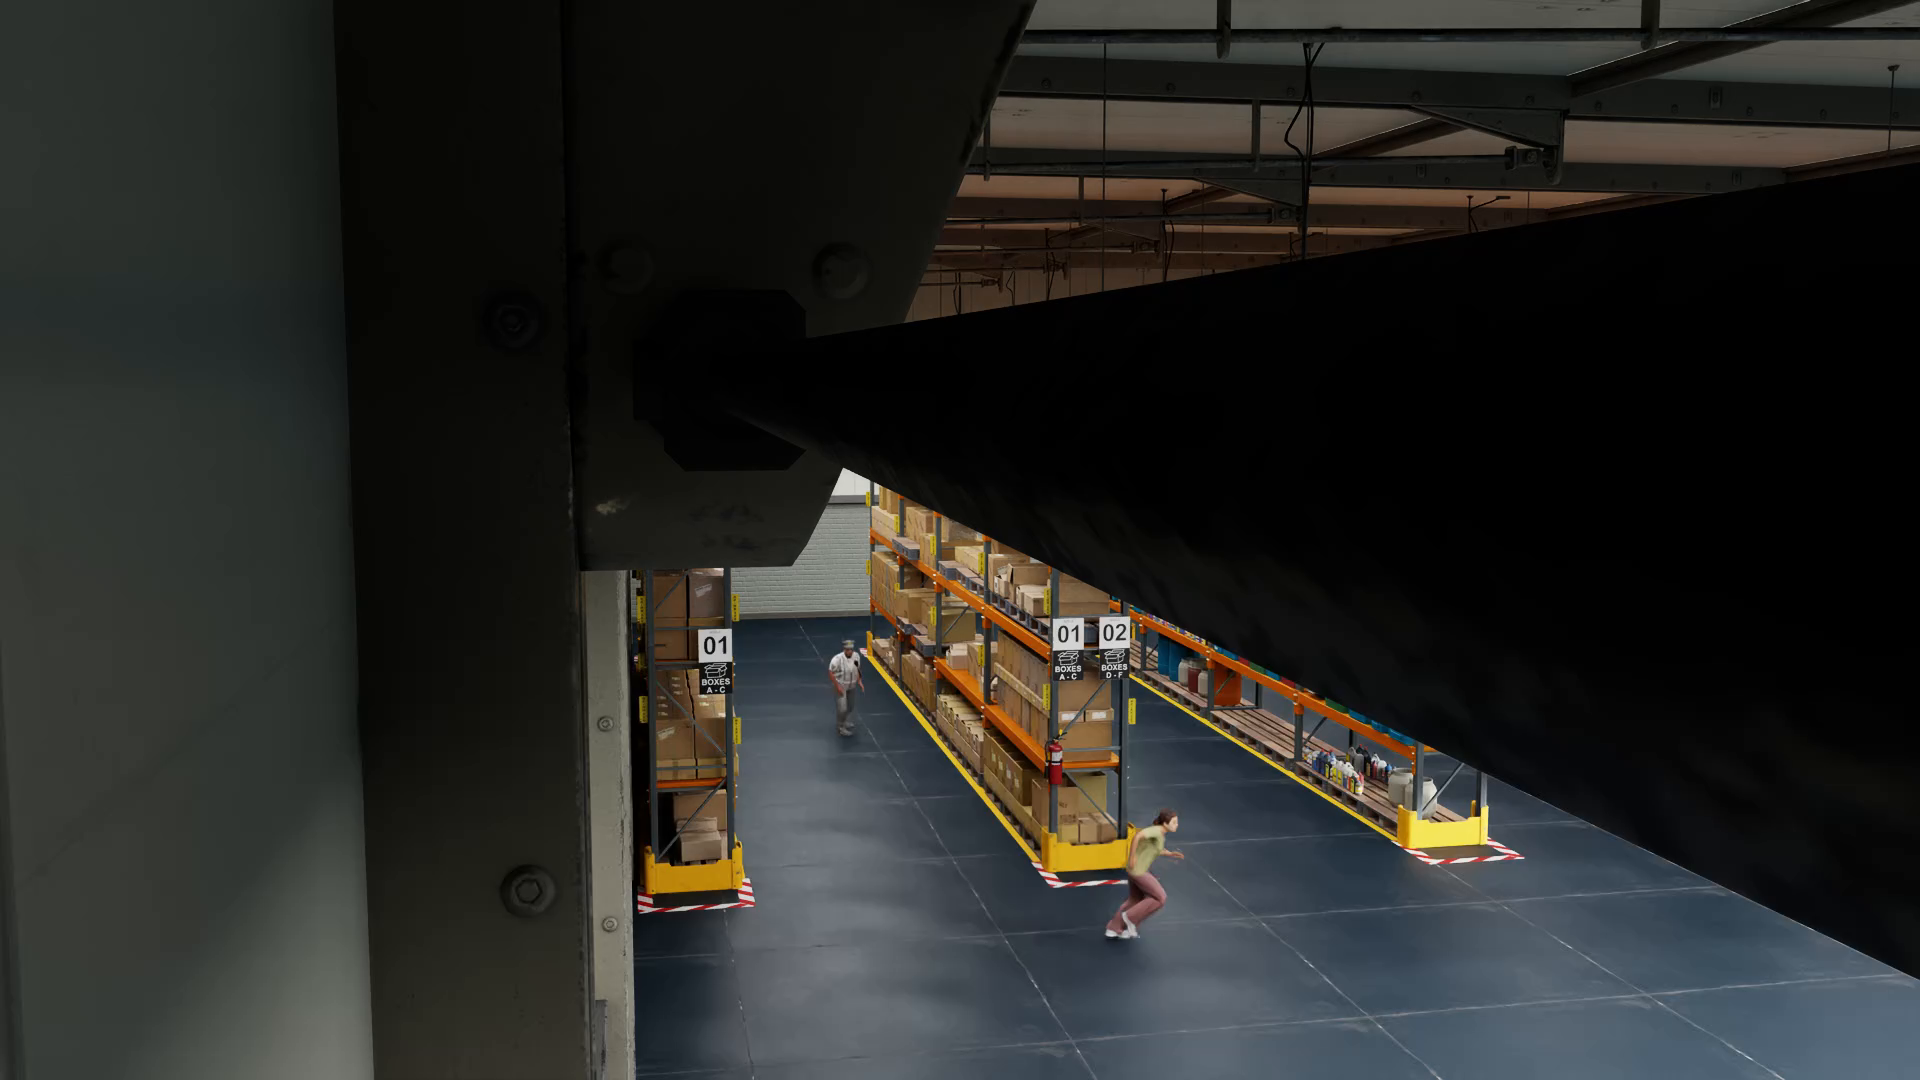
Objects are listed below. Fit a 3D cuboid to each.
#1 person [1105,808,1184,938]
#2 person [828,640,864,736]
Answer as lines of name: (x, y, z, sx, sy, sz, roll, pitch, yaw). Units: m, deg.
person: (2.019, 3.674, 18.241, 0.858, 1.503, 0.609, 2, 6, 15)
person: (-2.012, 2.514, 28.654, 0.677, 1.692, 0.813, -5, 8, -38)
